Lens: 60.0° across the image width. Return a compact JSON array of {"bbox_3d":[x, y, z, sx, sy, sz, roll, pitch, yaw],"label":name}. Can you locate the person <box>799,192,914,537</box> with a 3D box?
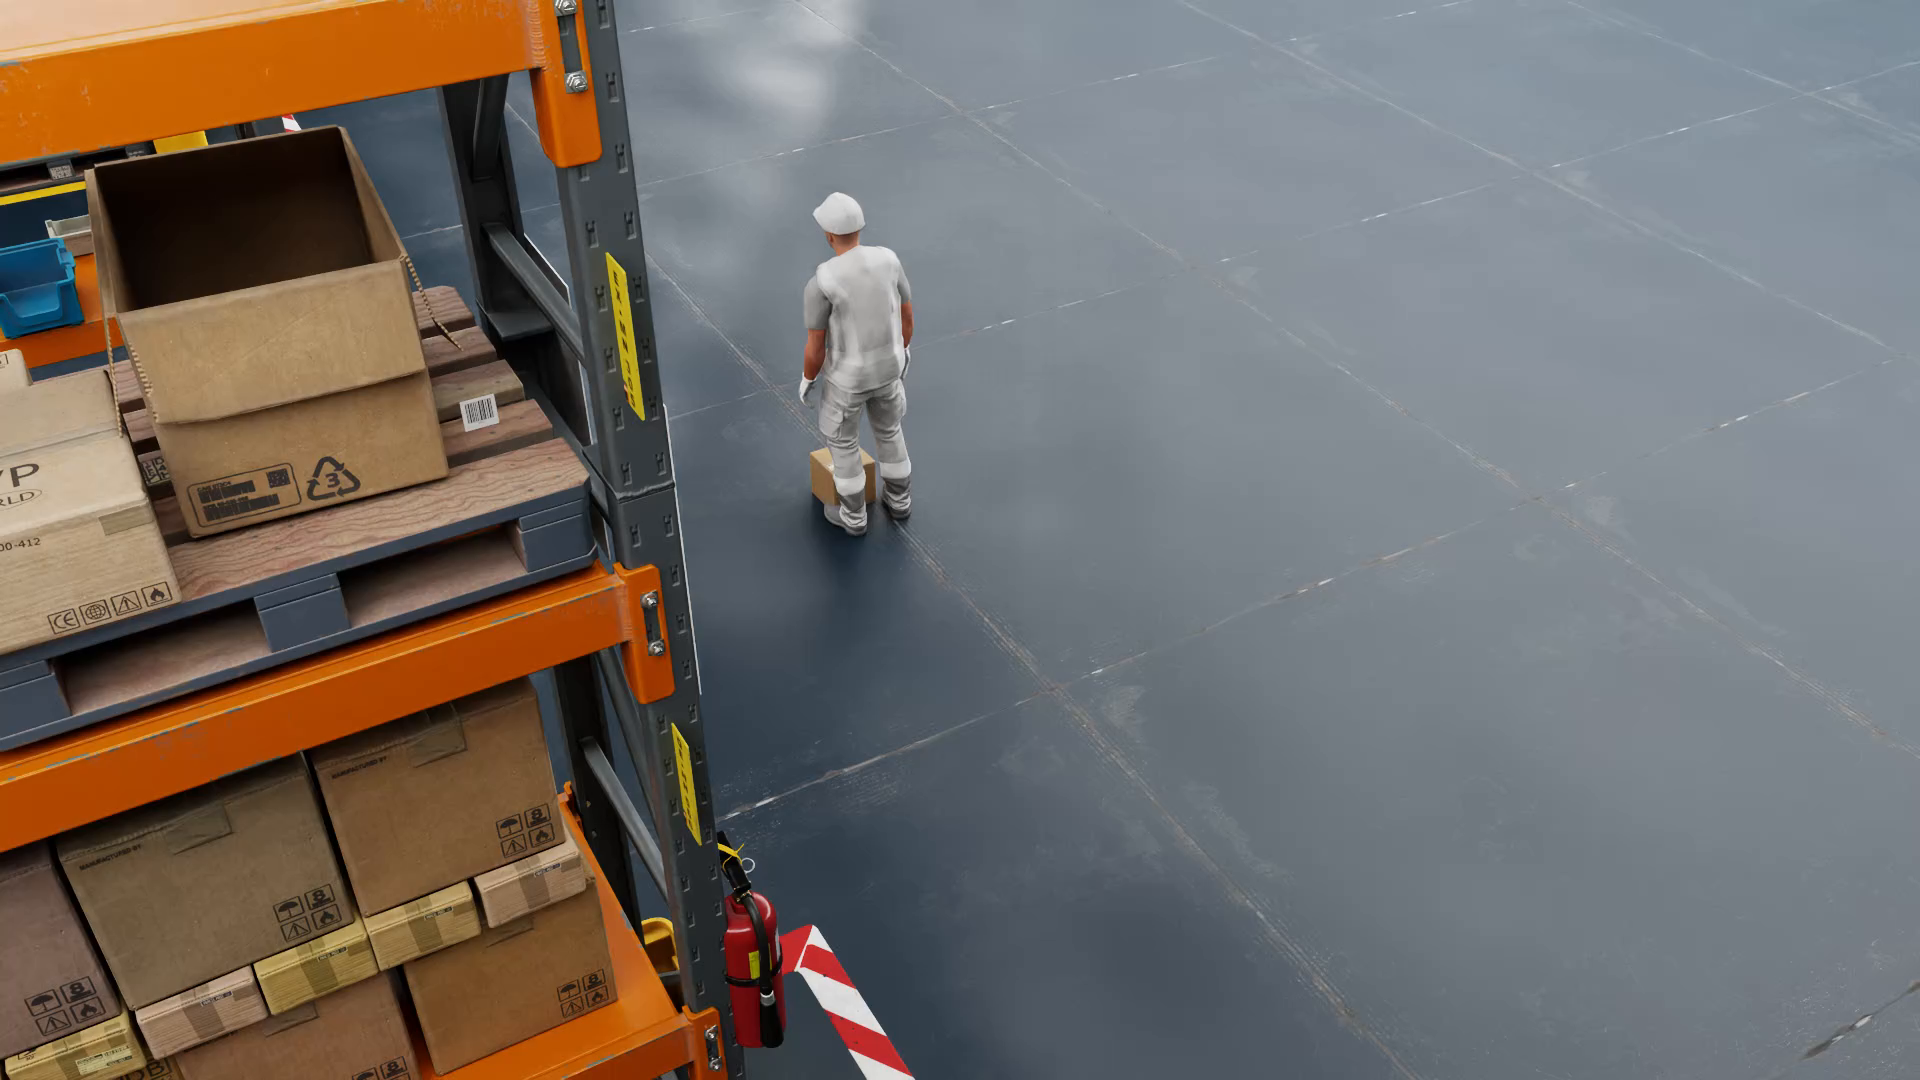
[{"bbox_3d":[-0.495,-0.826,8.032,0.623,1.780,0.446,-21,41,-26],"label":"person"}]
